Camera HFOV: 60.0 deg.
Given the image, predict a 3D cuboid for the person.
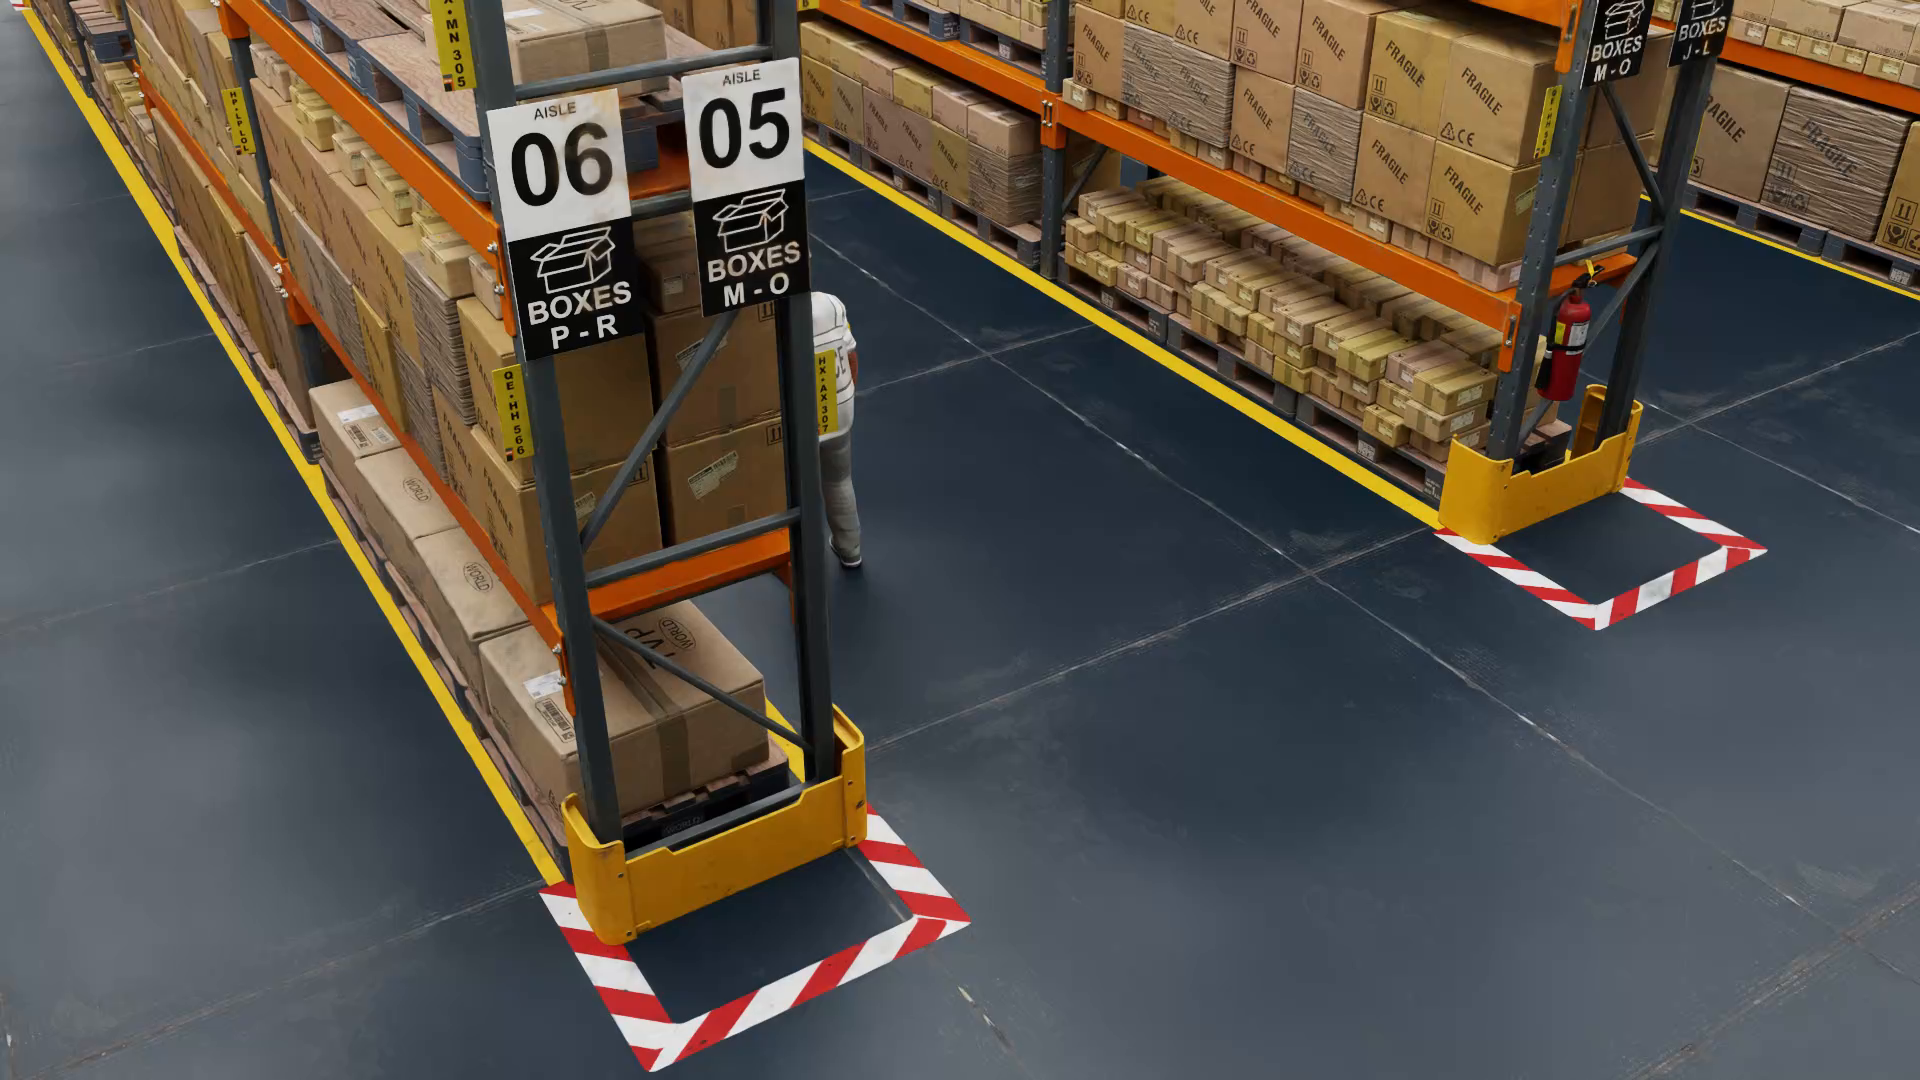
[{"bbox_3d":[-0.741,-0.584,8.048,0.605,1.751,0.428,-21,38,-29],"label":"person"}]
